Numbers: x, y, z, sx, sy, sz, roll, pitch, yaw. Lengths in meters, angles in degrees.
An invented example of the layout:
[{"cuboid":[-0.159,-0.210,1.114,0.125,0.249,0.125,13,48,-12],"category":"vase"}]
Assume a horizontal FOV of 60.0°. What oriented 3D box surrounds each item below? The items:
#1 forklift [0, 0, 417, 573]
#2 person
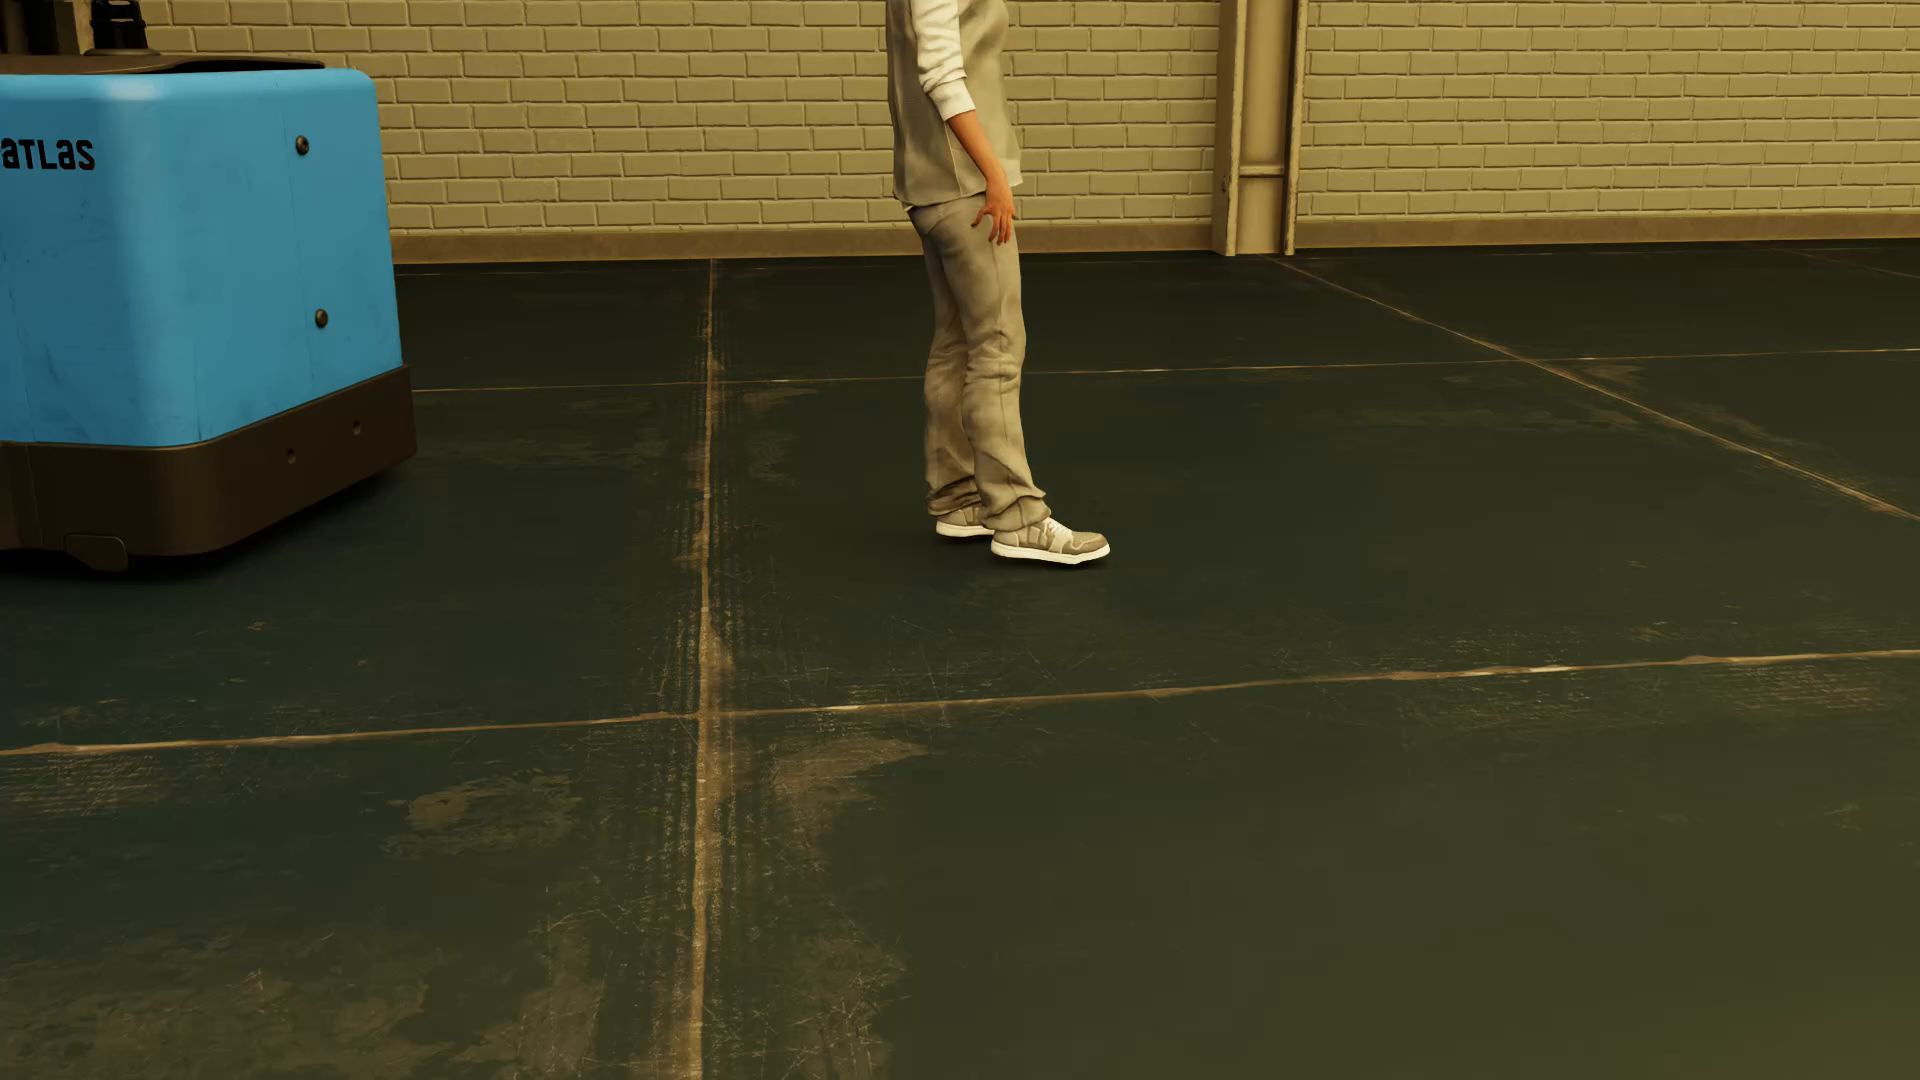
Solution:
[{"cuboid":[-3.034,-1.516,3.917,3.031,2.935,1.130,3,17,9],"category":"forklift"},{"cuboid":[0.075,-0.771,3.730,0.475,1.596,0.521,-2,17,-8],"category":"person"}]
